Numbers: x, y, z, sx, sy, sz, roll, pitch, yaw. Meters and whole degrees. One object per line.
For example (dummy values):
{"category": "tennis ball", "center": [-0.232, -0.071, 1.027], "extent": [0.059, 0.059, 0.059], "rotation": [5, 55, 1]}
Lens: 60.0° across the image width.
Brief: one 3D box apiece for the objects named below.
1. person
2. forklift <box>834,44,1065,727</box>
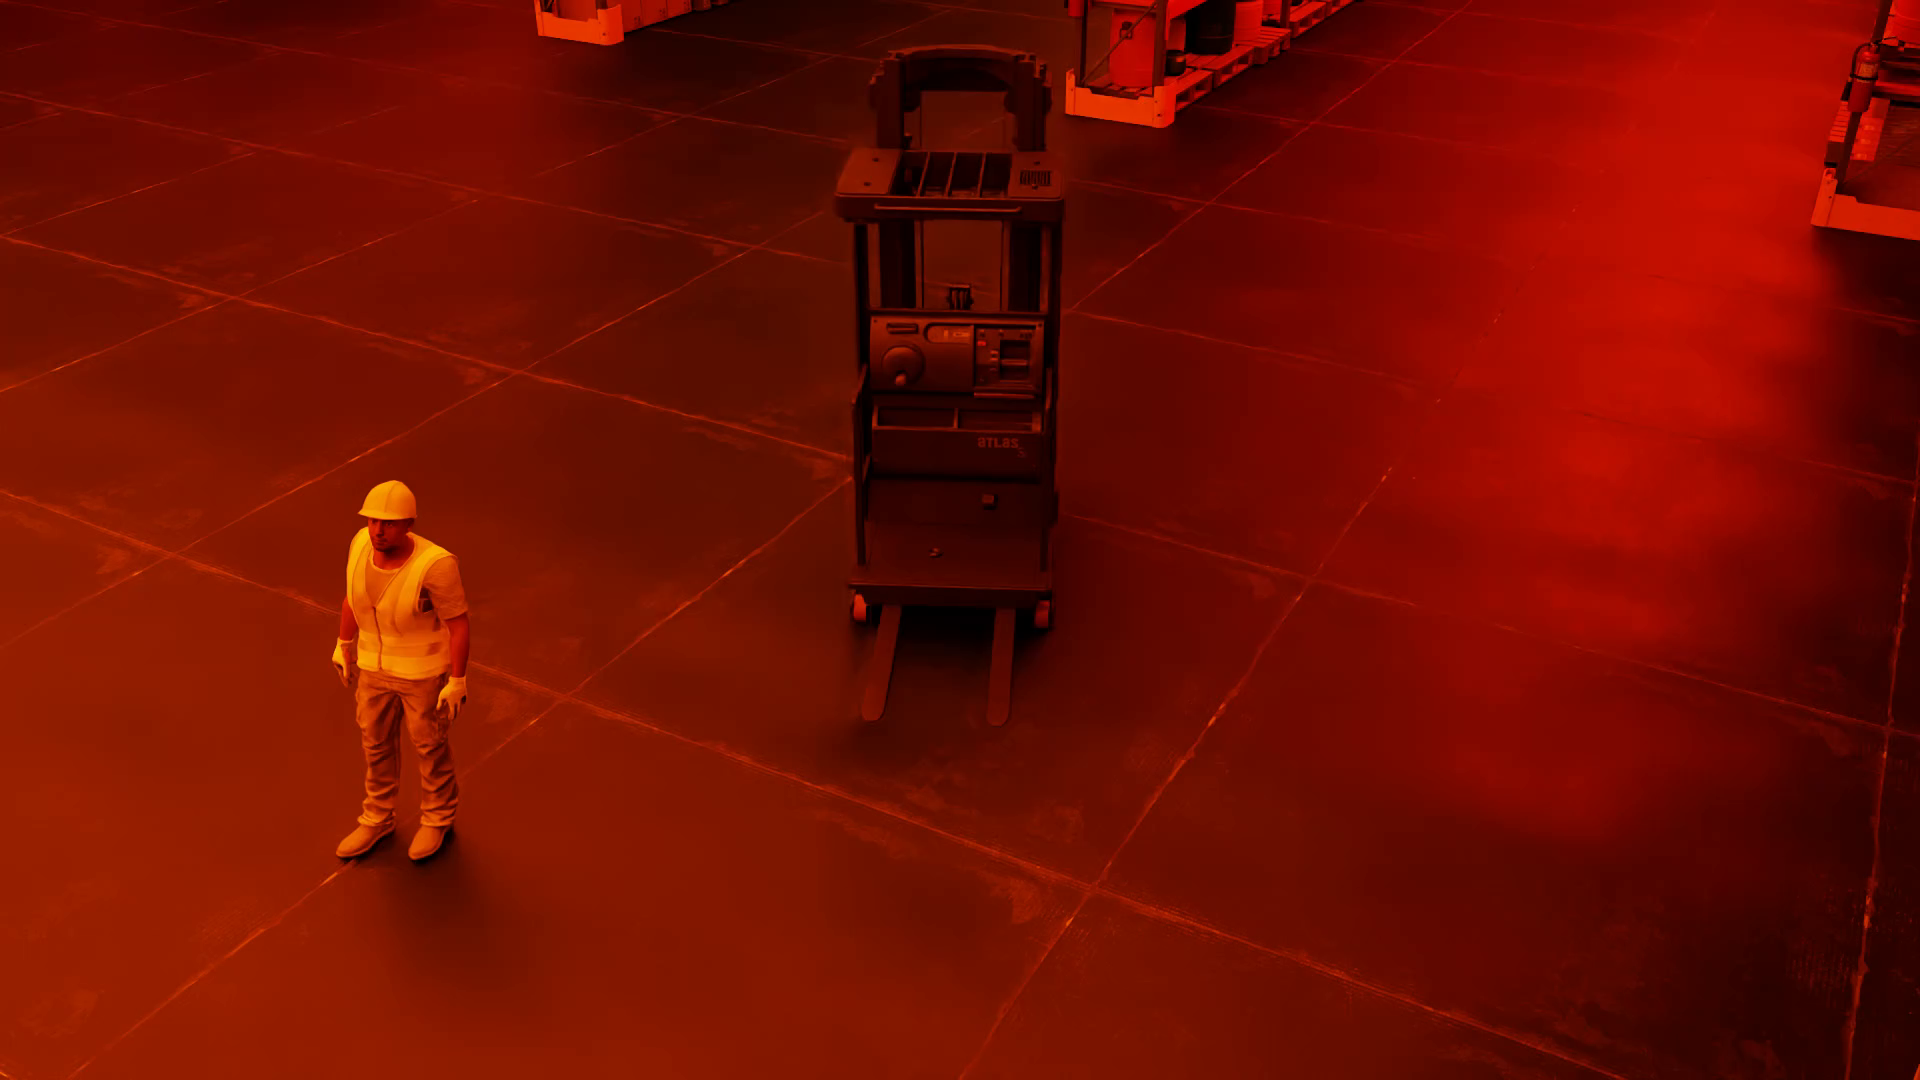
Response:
{"category": "person", "center": [-2.444, 0.590, 7.184], "extent": [0.655, 1.783, 0.573], "rotation": [11, 32, 18]}
{"category": "forklift", "center": [-0.028, -0.947, 8.712], "extent": [1.130, 2.935, 3.031], "rotation": [2, 30, 3]}
